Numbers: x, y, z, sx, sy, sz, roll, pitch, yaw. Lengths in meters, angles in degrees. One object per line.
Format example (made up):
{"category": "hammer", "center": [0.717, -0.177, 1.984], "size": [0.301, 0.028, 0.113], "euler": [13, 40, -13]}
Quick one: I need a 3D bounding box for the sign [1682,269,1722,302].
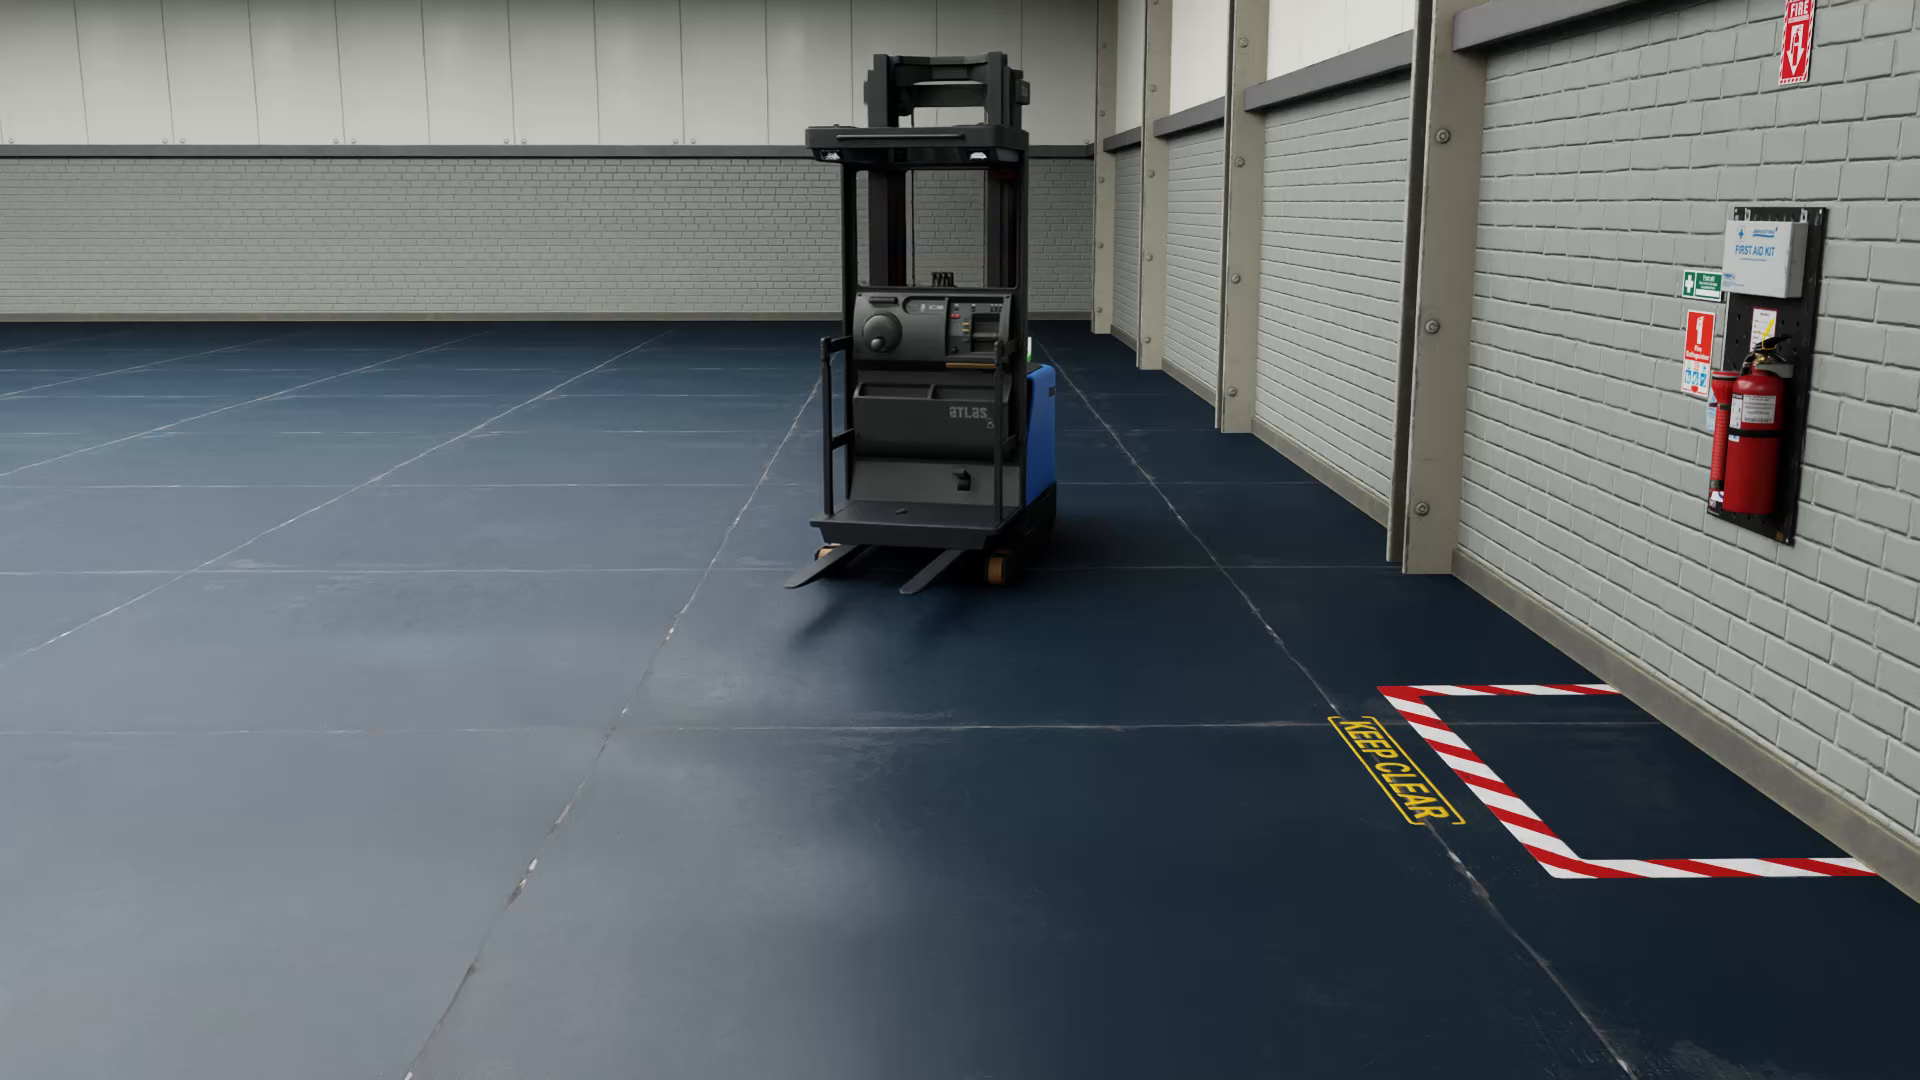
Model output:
{"category": "sign", "center": [2.908, -0.999, 6.516], "size": [0.001, 0.109, 0.331], "euler": [0, 11, -1]}

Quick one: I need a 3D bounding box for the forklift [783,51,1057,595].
{"category": "forklift", "center": [-0.207, -1.263, 9.412], "size": [1.130, 2.935, 3.031], "euler": [3, 12, 13]}

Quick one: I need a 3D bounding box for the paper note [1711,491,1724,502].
{"category": "paper note", "center": [2.890, -0.216, 6.295], "size": [0.016, 0.148, 0.142], "euler": [0, 11, -1]}

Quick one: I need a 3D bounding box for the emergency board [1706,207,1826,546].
{"category": "emergency board", "center": [2.825, -0.612, 6.033], "size": [0.194, 1.169, 0.643], "euler": [0, 11, -1]}

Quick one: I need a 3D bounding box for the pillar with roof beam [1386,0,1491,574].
{"category": "pillar with roof beam", "center": [-1.590, -4.236, 8.806], "size": [9.100, 9.000, 0.400], "euler": [0, 11, -1]}

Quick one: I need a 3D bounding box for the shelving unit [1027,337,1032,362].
{"category": "shelving unit", "center": [0.313, -0.754, 11.256], "size": [0.258, 1.200, 0.503], "euler": [3, 12, 13]}

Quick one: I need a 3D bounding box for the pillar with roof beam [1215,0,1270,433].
{"category": "pillar with roof beam", "center": [-1.714, -5.429, 14.685], "size": [9.100, 9.000, 0.400], "euler": [0, 11, -1]}

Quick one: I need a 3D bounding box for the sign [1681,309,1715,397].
{"category": "sign", "center": [2.916, -0.740, 6.573], "size": [0.001, 0.329, 0.234], "euler": [0, 11, -1]}

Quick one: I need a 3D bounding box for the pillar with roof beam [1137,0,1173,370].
{"category": "pillar with roof beam", "center": [-1.838, -6.621, 20.564], "size": [9.100, 9.000, 0.400], "euler": [0, 11, -1]}

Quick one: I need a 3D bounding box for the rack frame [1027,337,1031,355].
{"category": "rack frame", "center": [0.369, -0.801, 11.489], "size": [0.240, 1.200, 0.015], "euler": [3, 12, 13]}

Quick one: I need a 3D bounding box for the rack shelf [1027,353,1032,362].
{"category": "rack shelf", "center": [0.313, -1.161, 11.173], "size": [0.258, 0.148, 0.480], "euler": [3, 12, 13]}

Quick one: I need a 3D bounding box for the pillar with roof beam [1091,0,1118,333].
{"category": "pillar with roof beam", "center": [-1.962, -7.814, 26.443], "size": [9.100, 9.000, 0.400], "euler": [0, 11, -1]}

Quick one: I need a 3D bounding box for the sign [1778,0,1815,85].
{"category": "sign", "center": [2.924, -1.750, 5.812], "size": [0.001, 0.298, 0.199], "euler": [0, 11, -1]}
